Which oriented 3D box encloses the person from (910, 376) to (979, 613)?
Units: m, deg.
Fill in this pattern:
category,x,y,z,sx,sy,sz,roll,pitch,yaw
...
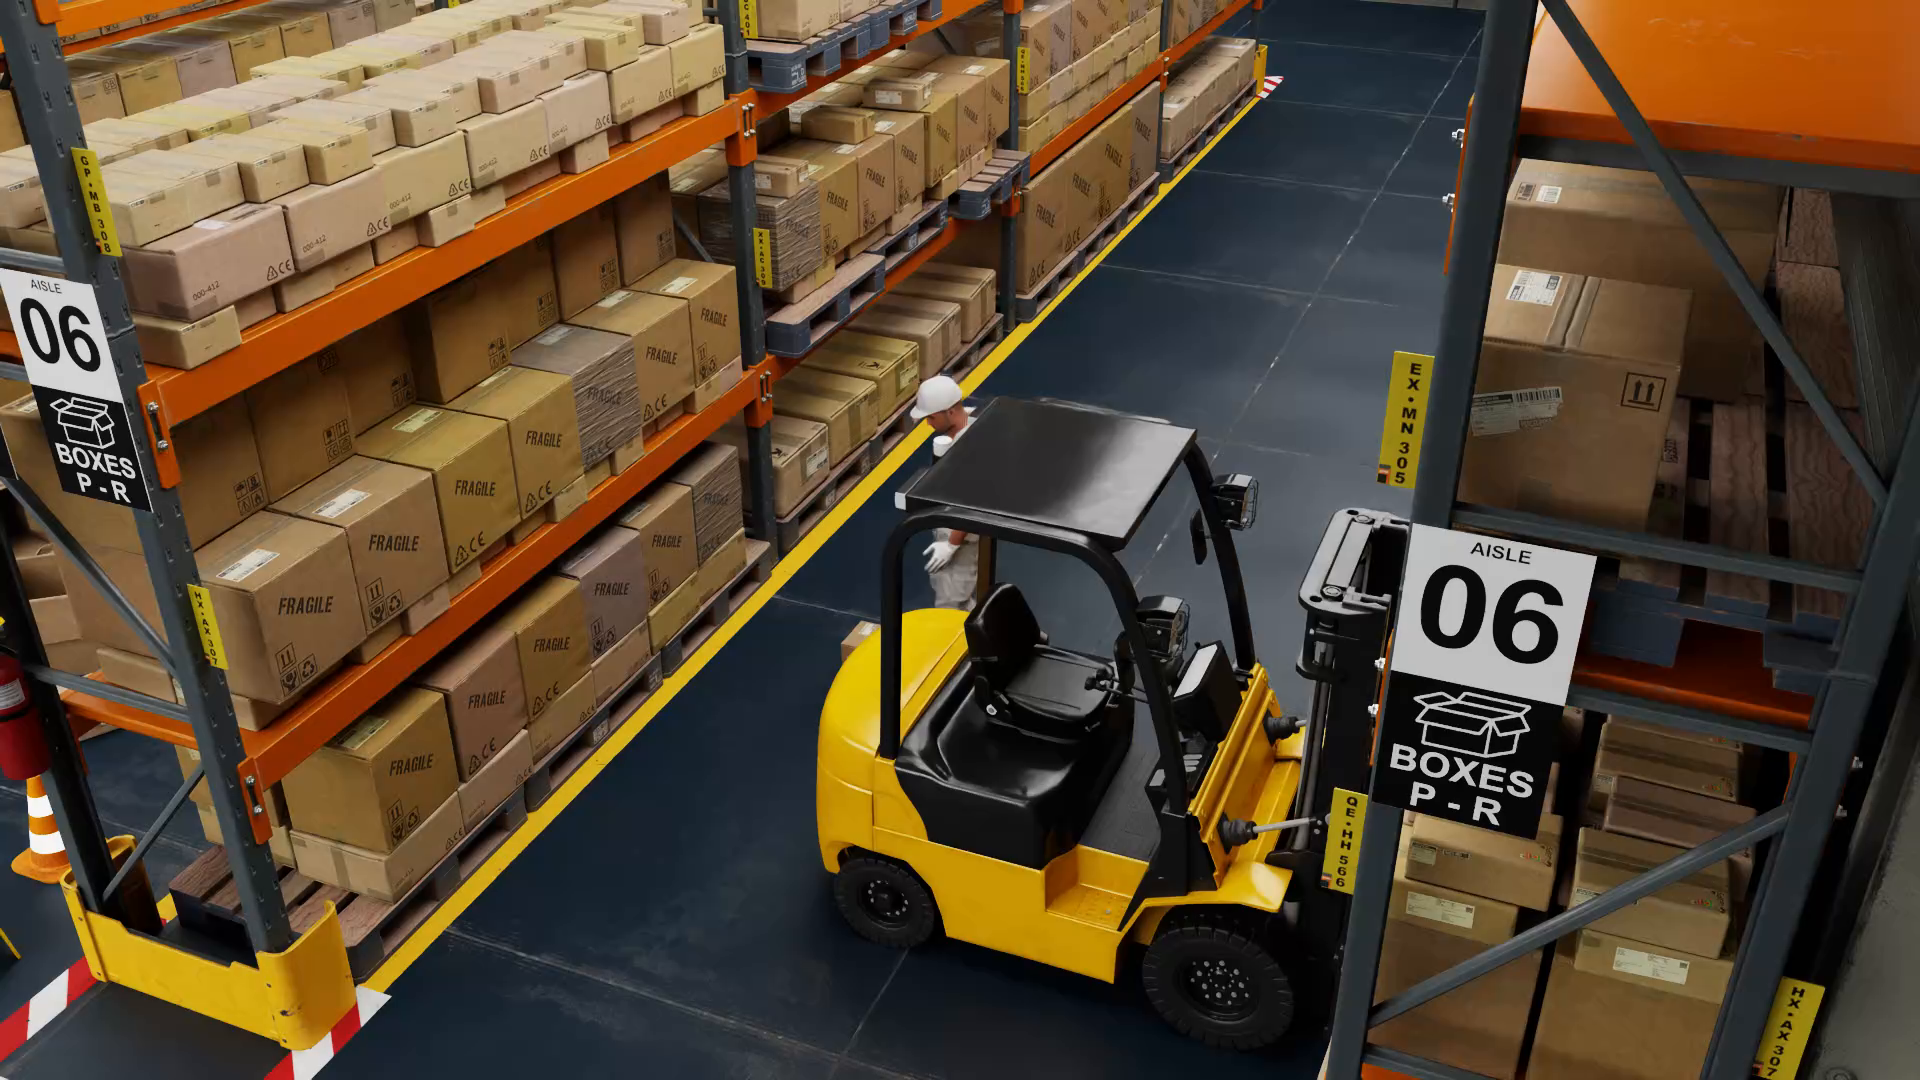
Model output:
category,x,y,z,sx,sy,sz,roll,pitch,yaw
person,-0.017,-0.040,8.505,0.459,1.735,0.544,-3,29,-5
